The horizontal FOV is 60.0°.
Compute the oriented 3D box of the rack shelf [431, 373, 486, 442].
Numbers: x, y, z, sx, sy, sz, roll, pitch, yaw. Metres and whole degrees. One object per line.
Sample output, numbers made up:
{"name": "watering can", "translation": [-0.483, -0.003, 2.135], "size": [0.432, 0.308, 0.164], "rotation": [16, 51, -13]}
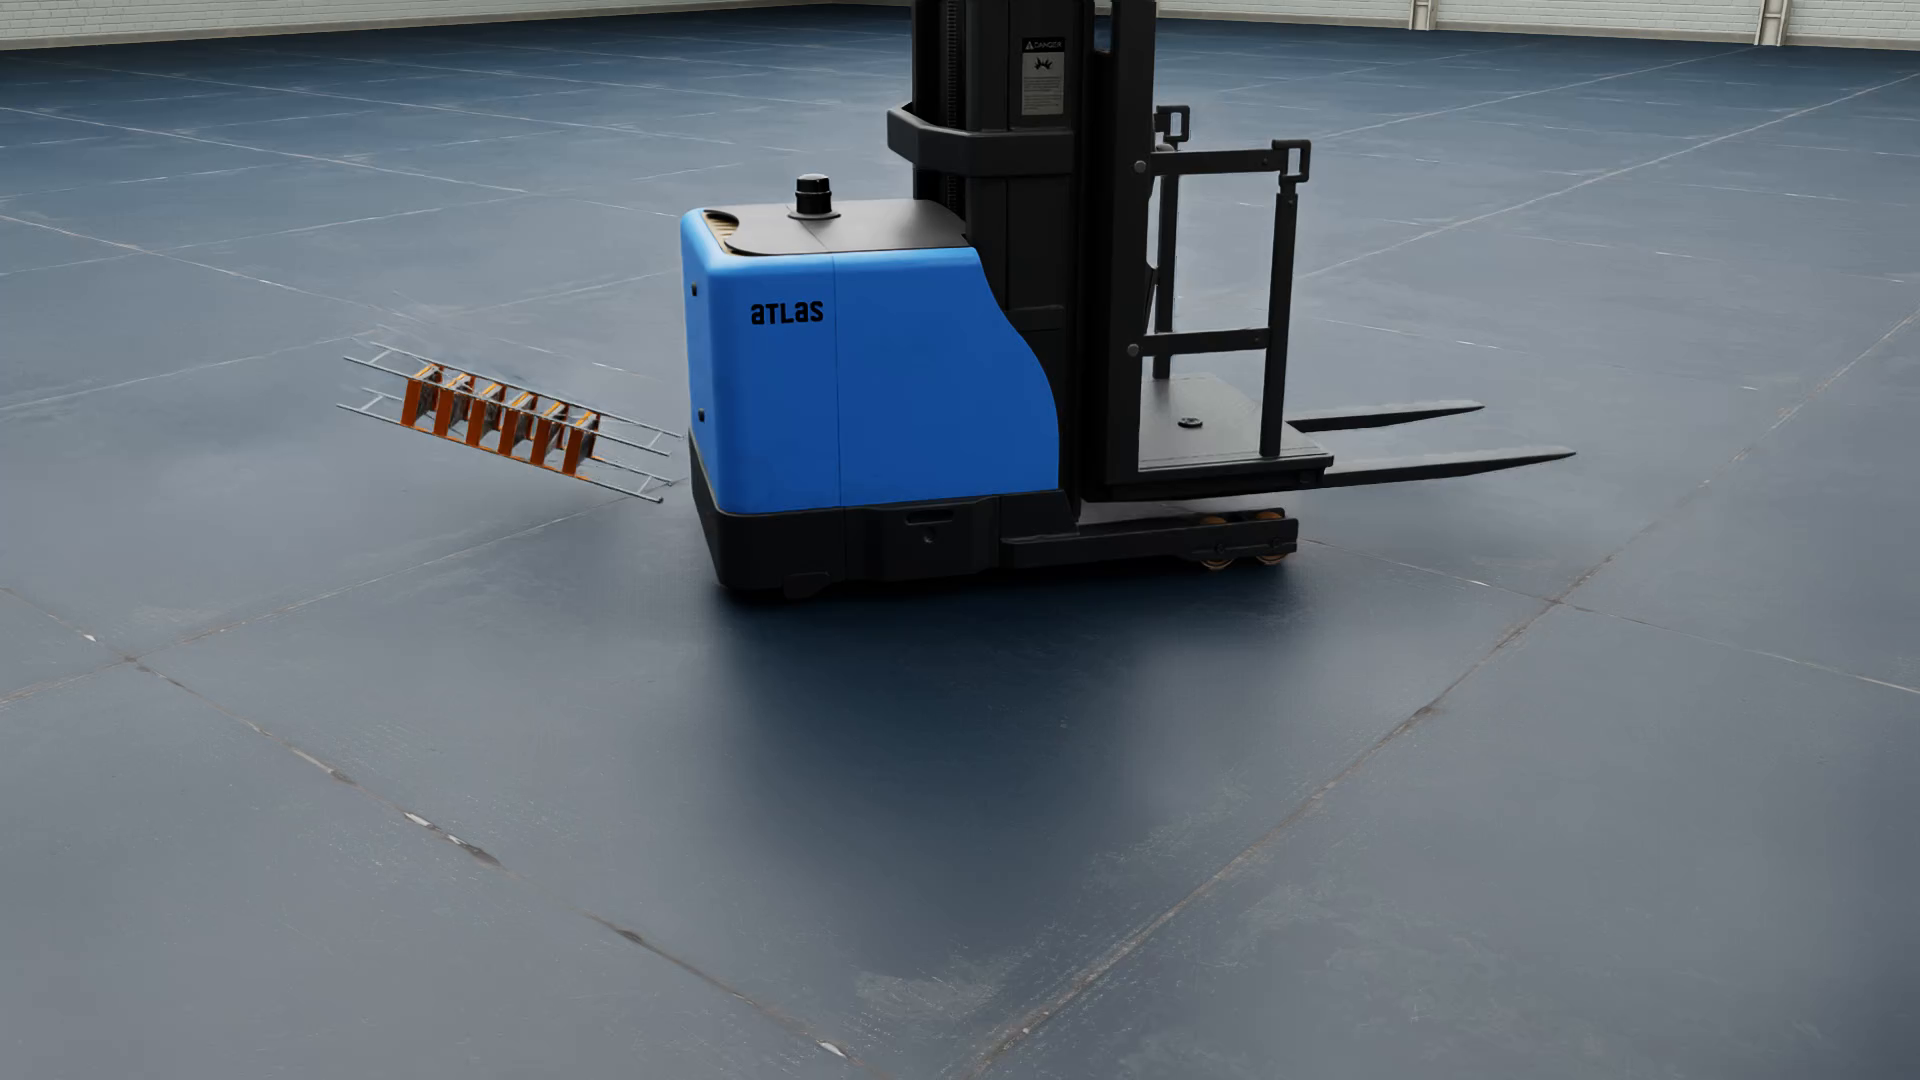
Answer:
{"name": "rack shelf", "translation": [-1.820, -0.490, 6.065], "size": [0.103, 0.180, 0.258], "rotation": [17, 21, -2]}

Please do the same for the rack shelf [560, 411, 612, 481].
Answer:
{"name": "rack shelf", "translation": [-1.361, -0.352, 6.083], "size": [0.103, 0.180, 0.258], "rotation": [17, 21, -2]}

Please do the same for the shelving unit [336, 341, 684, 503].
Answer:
{"name": "shelving unit", "translation": [-1.633, -0.434, 6.072], "size": [1.200, 0.189, 0.258], "rotation": [17, 21, -2]}

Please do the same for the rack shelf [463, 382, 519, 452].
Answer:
{"name": "rack shelf", "translation": [-1.706, -0.455, 6.070], "size": [0.103, 0.180, 0.258], "rotation": [17, 21, -2]}

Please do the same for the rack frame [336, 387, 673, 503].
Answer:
{"name": "rack frame", "translation": [-1.659, -0.352, 6.105], "size": [1.200, 0.006, 0.240], "rotation": [17, 21, -2]}

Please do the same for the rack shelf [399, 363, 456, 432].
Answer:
{"name": "rack shelf", "translation": [-1.935, -0.525, 6.061], "size": [0.103, 0.180, 0.258], "rotation": [17, 21, -2]}

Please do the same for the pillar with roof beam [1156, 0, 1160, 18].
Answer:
{"name": "pillar with roof beam", "translation": [1.108, -13.741, 29.354], "size": [0.400, 9.000, 9.100], "rotation": [16, 26, 36]}

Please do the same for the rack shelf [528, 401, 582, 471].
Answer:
{"name": "rack shelf", "translation": [-1.476, -0.386, 6.078], "size": [0.103, 0.180, 0.258], "rotation": [17, 21, -2]}

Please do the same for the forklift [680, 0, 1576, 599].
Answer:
{"name": "forklift", "translation": [0.622, -1.453, 5.368], "size": [3.031, 2.935, 1.130], "rotation": [-5, 21, -13]}

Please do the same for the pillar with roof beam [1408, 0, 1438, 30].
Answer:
{"name": "pillar with roof beam", "translation": [5.757, -12.403, 25.804], "size": [0.400, 9.000, 9.100], "rotation": [16, 26, 36]}

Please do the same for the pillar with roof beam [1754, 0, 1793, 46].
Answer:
{"name": "pillar with roof beam", "translation": [10.405, -11.064, 22.254], "size": [0.400, 9.000, 9.100], "rotation": [16, 26, 36]}

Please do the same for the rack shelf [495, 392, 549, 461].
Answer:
{"name": "rack shelf", "translation": [-1.591, -0.421, 6.074], "size": [0.103, 0.180, 0.258], "rotation": [17, 21, -2]}

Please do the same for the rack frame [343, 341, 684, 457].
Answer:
{"name": "rack frame", "translation": [-1.607, -0.515, 6.040], "size": [1.200, 0.006, 0.240], "rotation": [17, 21, -2]}
